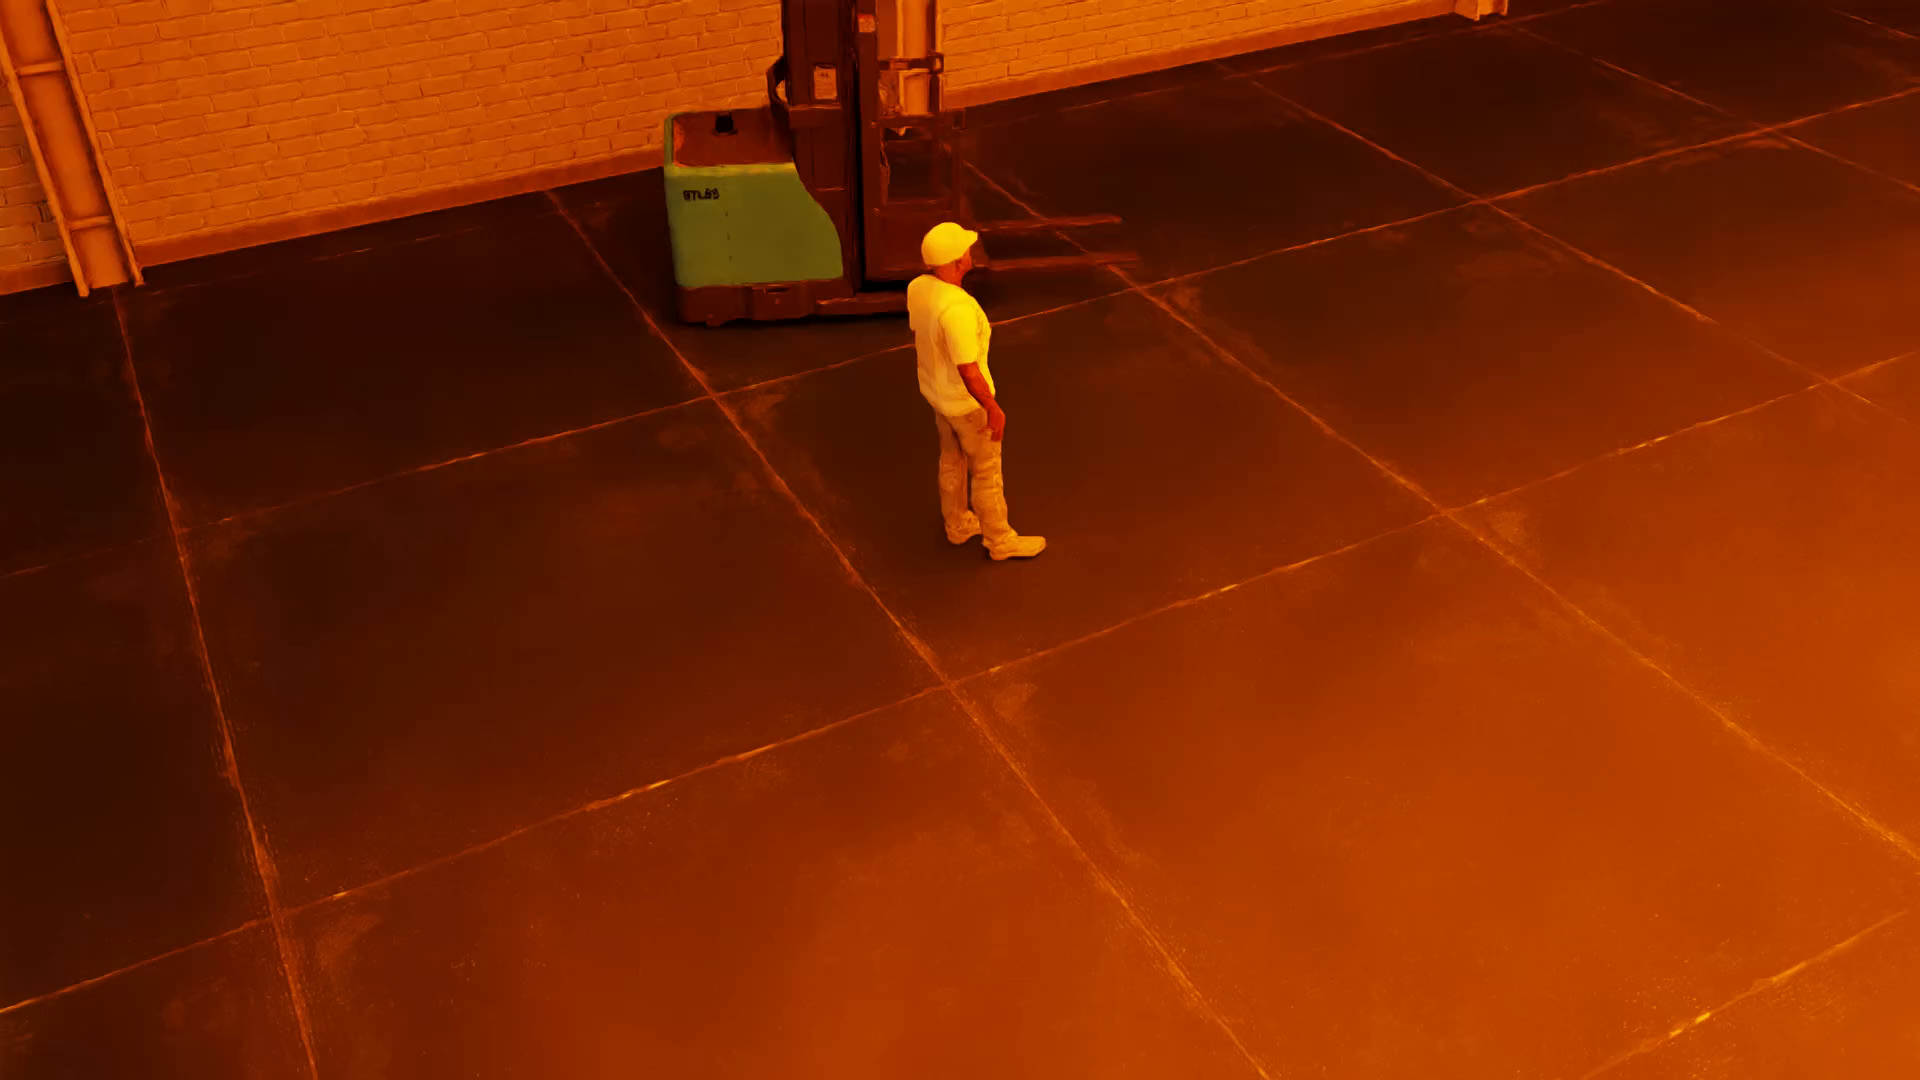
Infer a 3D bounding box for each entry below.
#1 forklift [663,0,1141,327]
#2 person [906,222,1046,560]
[{"bbox_3d":[-0.358,-2.925,10.261,3.031,2.935,1.130,-5,36,-7],"label":"forklift"},{"bbox_3d":[0.064,-0.743,8.171,0.576,1.766,0.665,-17,39,-23],"label":"person"}]
